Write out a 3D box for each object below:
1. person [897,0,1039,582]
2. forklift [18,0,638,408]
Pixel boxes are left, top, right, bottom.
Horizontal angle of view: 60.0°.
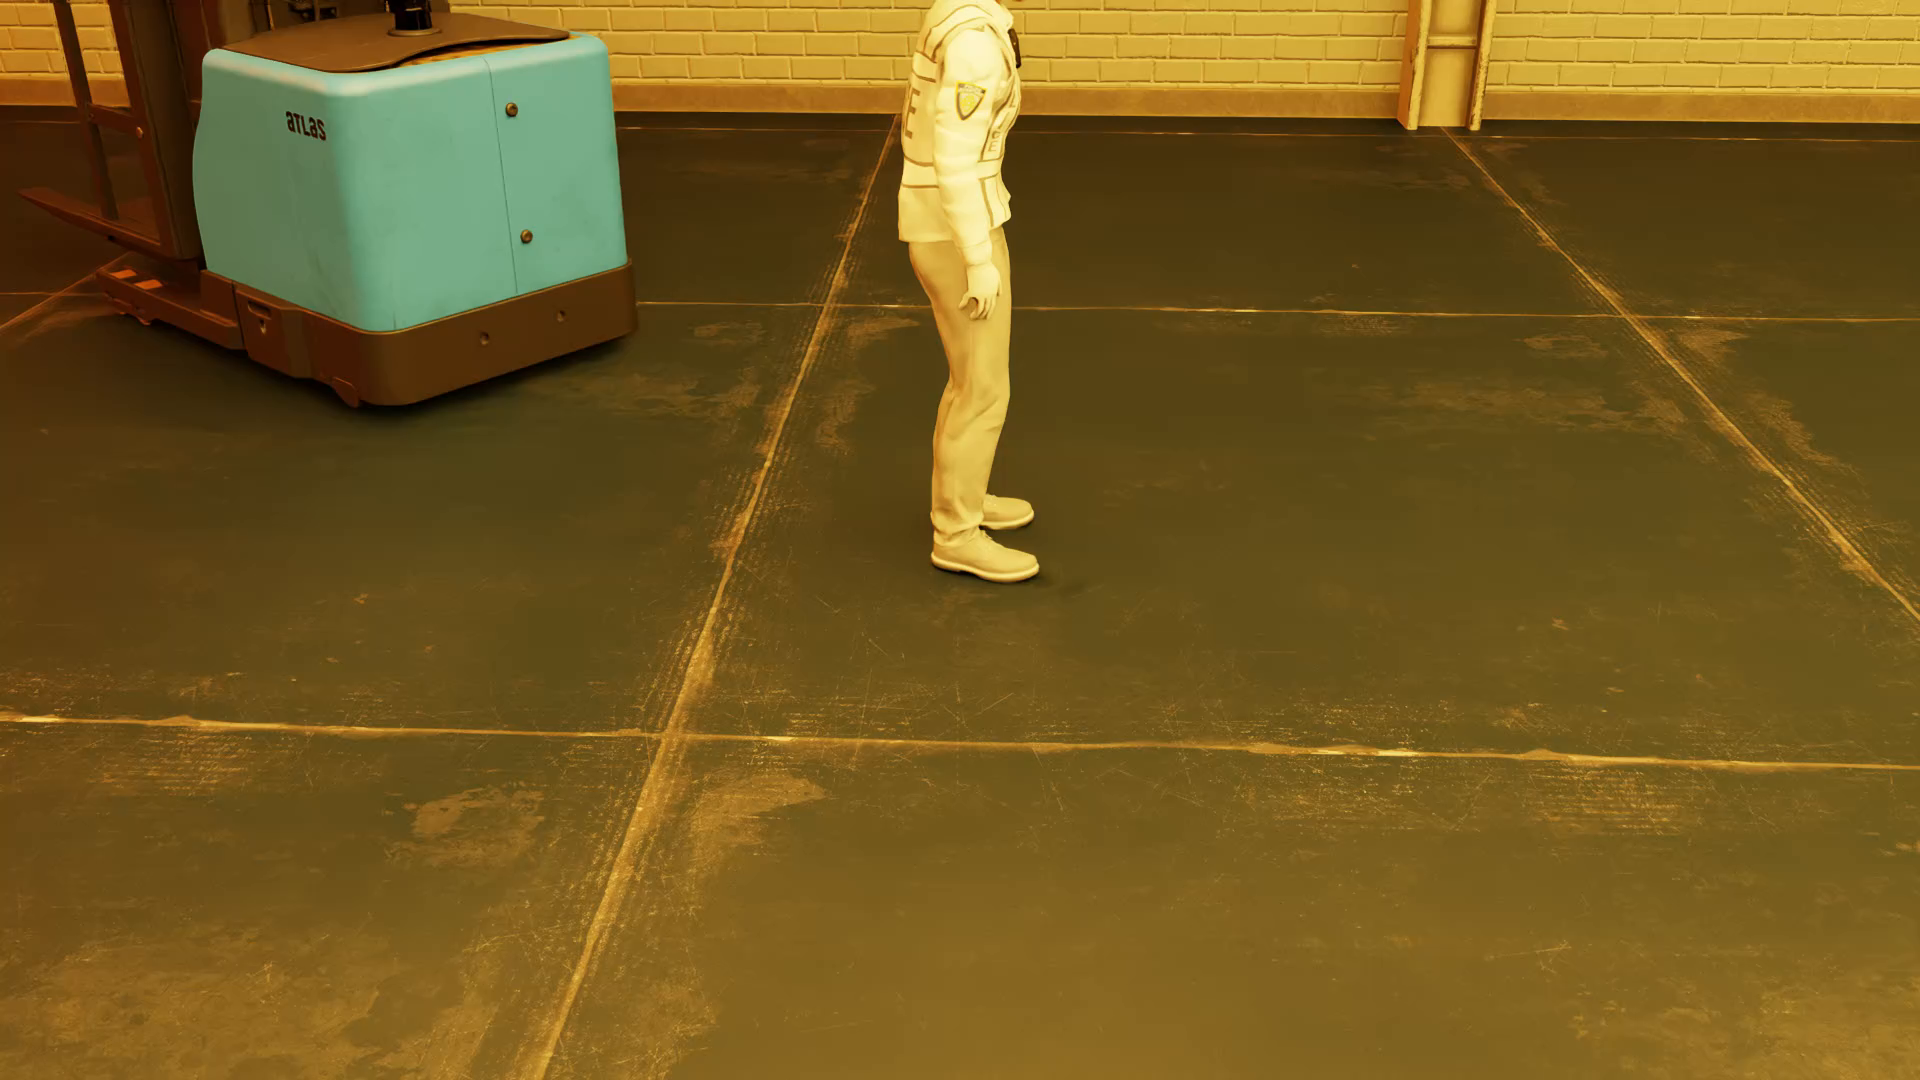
[{"bbox_3d":[0.030,-0.749,4.163,0.372,1.663,0.529,0,26,1],"label":"person"},{"bbox_3d":[-2.589,-2.260,5.790,3.031,2.935,1.130,21,33,35],"label":"forklift"}]
